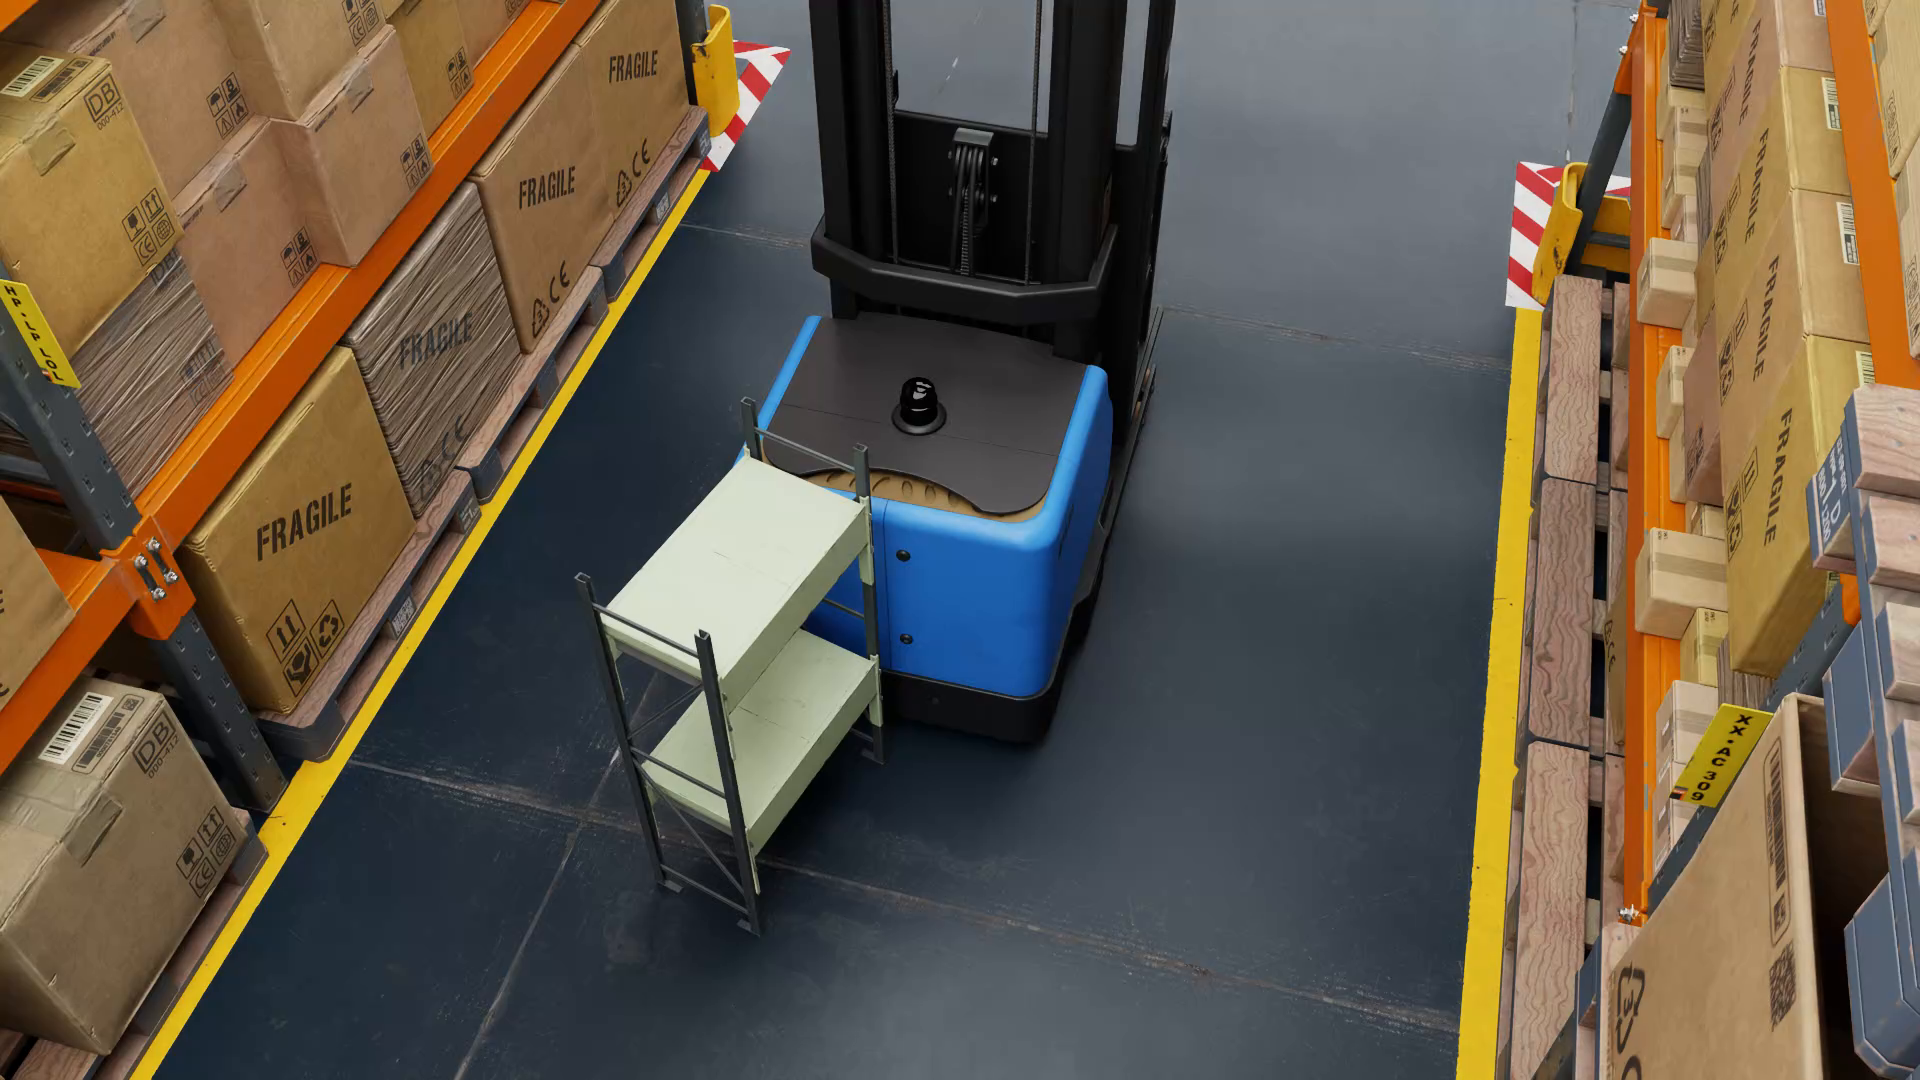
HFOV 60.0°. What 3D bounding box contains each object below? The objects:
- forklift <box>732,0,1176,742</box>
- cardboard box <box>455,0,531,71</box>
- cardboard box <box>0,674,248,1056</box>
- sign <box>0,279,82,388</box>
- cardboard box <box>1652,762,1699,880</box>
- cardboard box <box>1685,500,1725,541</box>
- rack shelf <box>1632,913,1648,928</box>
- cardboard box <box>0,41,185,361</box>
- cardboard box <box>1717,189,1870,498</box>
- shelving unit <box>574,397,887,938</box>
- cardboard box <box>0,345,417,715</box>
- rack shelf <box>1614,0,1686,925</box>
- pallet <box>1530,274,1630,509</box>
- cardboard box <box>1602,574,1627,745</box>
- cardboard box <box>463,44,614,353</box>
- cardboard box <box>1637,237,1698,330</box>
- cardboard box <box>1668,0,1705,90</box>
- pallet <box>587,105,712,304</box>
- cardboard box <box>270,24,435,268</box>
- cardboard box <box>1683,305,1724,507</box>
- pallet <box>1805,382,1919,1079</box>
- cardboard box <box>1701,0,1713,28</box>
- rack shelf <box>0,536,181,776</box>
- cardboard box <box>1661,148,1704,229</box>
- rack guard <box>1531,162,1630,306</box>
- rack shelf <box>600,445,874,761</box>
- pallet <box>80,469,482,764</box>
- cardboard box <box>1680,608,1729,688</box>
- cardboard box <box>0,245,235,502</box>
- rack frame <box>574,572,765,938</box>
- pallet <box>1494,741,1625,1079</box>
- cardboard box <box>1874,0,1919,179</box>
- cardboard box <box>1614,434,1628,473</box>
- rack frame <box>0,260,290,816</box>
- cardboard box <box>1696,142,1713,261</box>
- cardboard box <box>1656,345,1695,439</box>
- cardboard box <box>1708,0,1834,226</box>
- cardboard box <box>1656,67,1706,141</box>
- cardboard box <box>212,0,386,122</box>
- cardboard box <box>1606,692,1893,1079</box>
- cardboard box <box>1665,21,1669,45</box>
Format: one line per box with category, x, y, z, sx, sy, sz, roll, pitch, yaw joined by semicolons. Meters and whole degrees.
forklift;0.163;-1.426;5.554;1.130;2.935;3.031;11;50;10
cardboard box;-2.121;-2.116;6.017;0.875;0.550;0.550;12;50;10
cardboard box;-2.804;0.839;4.729;1.050;0.750;0.750;11;50;10
sign;-2.201;-0.490;3.962;0.100;0.325;0.005;12;50;10
cardboard box;1.804;0.688;3.809;0.380;0.149;0.250;12;50;10
cardboard box;2.154;-0.017;4.432;0.380;0.149;0.250;12;50;10
rack shelf;1.505;2.504;2.520;1.077;0.370;4.000;12;50;10
cardboard box;-2.597;-0.900;4.223;0.875;0.550;0.550;12;50;10
cardboard box;2.014;-0.385;3.657;0.500;0.500;0.500;12;50;10
shelving unit;-0.607;0.419;4.880;0.431;1.500;0.755;23;52;19
cardboard box;-2.494;-0.110;5.484;0.875;0.875;0.875;12;50;11
rack shelf;2.558;-0.390;5.073;1.077;0.370;4.000;12;50;10
pallet;2.816;-0.516;6.565;1.003;0.211;1.213;12;50;10
cardboard box;2.406;0.345;5.332;0.500;0.500;0.500;8;49;7
cardboard box;-2.019;-1.422;6.641;0.875;0.875;0.875;11;49;9
cardboard box;2.291;-0.766;5.093;0.380;0.149;0.250;12;50;10
cardboard box;2.913;-1.814;5.585;0.875;0.500;0.500;12;50;10
pallet;-1.810;-1.610;7.530;1.003;0.211;1.213;12;50;10
cardboard box;-2.263;-1.322;5.316;0.875;0.550;0.550;12;50;10
cardboard box;2.409;-0.362;4.304;0.875;0.500;0.500;12;50;10
pallet;1.766;0.314;2.097;1.213;0.211;1.003;12;50;10
cardboard box;2.538;-1.832;4.935;0.500;0.500;0.500;12;50;10
rack shelf;-3.254;1.452;3.448;1.077;0.370;4.000;12;50;10
cardboard box;2.496;-1.113;5.399;0.380;0.149;0.250;12;50;10
rack guard;3.064;-1.192;6.969;1.175;0.500;0.348;12;50;10
rack shelf;-0.607;0.161;4.587;0.431;0.370;0.720;23;52;19
pallet;-2.452;0.155;5.972;1.003;0.211;1.213;12;50;10
cardboard box;2.003;0.341;4.116;0.380;0.149;0.250;12;50;10
cardboard box;-2.642;-0.552;4.636;0.875;0.550;0.550;12;50;10
rack frame;-0.787;0.658;4.669;0.400;1.500;0.023;23;52;19
pallet;2.174;1.249;5.007;1.003;0.211;1.213;12;50;10
cardboard box;2.047;-0.881;3.126;0.500;0.250;0.500;13;50;11
cardboard box;2.779;-0.499;6.077;0.500;0.500;0.500;24;53;20
rack frame;-2.727;-0.233;4.455;1.000;3.000;0.127;12;50;10
cardboard box;2.724;-1.075;4.933;0.875;0.500;0.500;12;50;10
cardboard box;2.213;-0.394;4.764;0.380;0.149;0.250;12;50;10
cardboard box;2.282;-1.108;4.295;0.500;0.500;0.500;12;50;10
cardboard box;2.614;-1.477;5.721;0.380;0.149;0.250;12;50;10
cardboard box;-2.290;-1.684;4.916;0.875;0.550;0.550;12;50;10
cardboard box;1.687;1.028;2.661;1.000;1.000;1.000;12;50;10
cardboard box;2.779;-1.832;6.034;0.380;0.149;0.250;12;50;10
